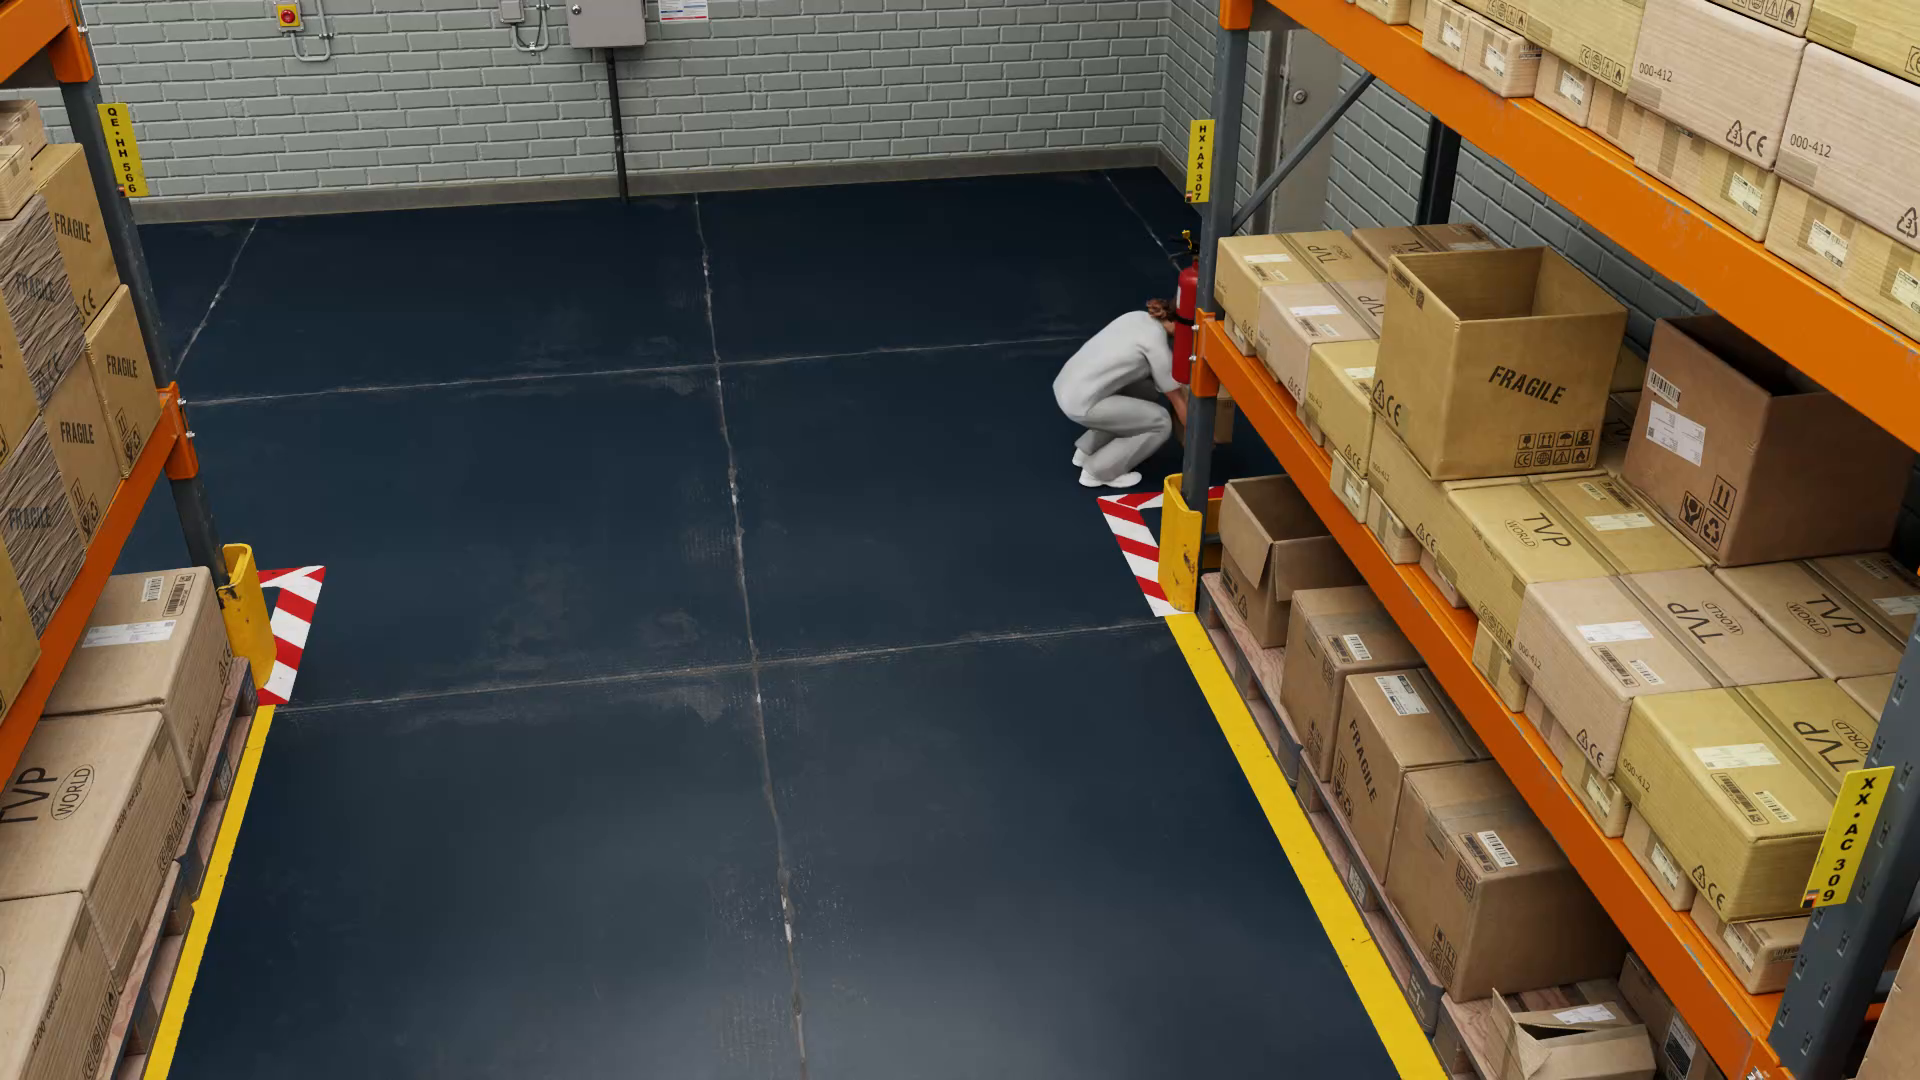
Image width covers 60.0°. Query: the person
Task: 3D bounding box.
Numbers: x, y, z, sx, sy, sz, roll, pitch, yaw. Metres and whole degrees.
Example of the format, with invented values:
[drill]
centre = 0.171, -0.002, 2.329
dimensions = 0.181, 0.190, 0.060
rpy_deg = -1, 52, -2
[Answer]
[person]
centre = 0.858, -0.752, 8.121
dimensions = 0.811, 0.938, 0.486
rpy_deg = -3, 31, -4
